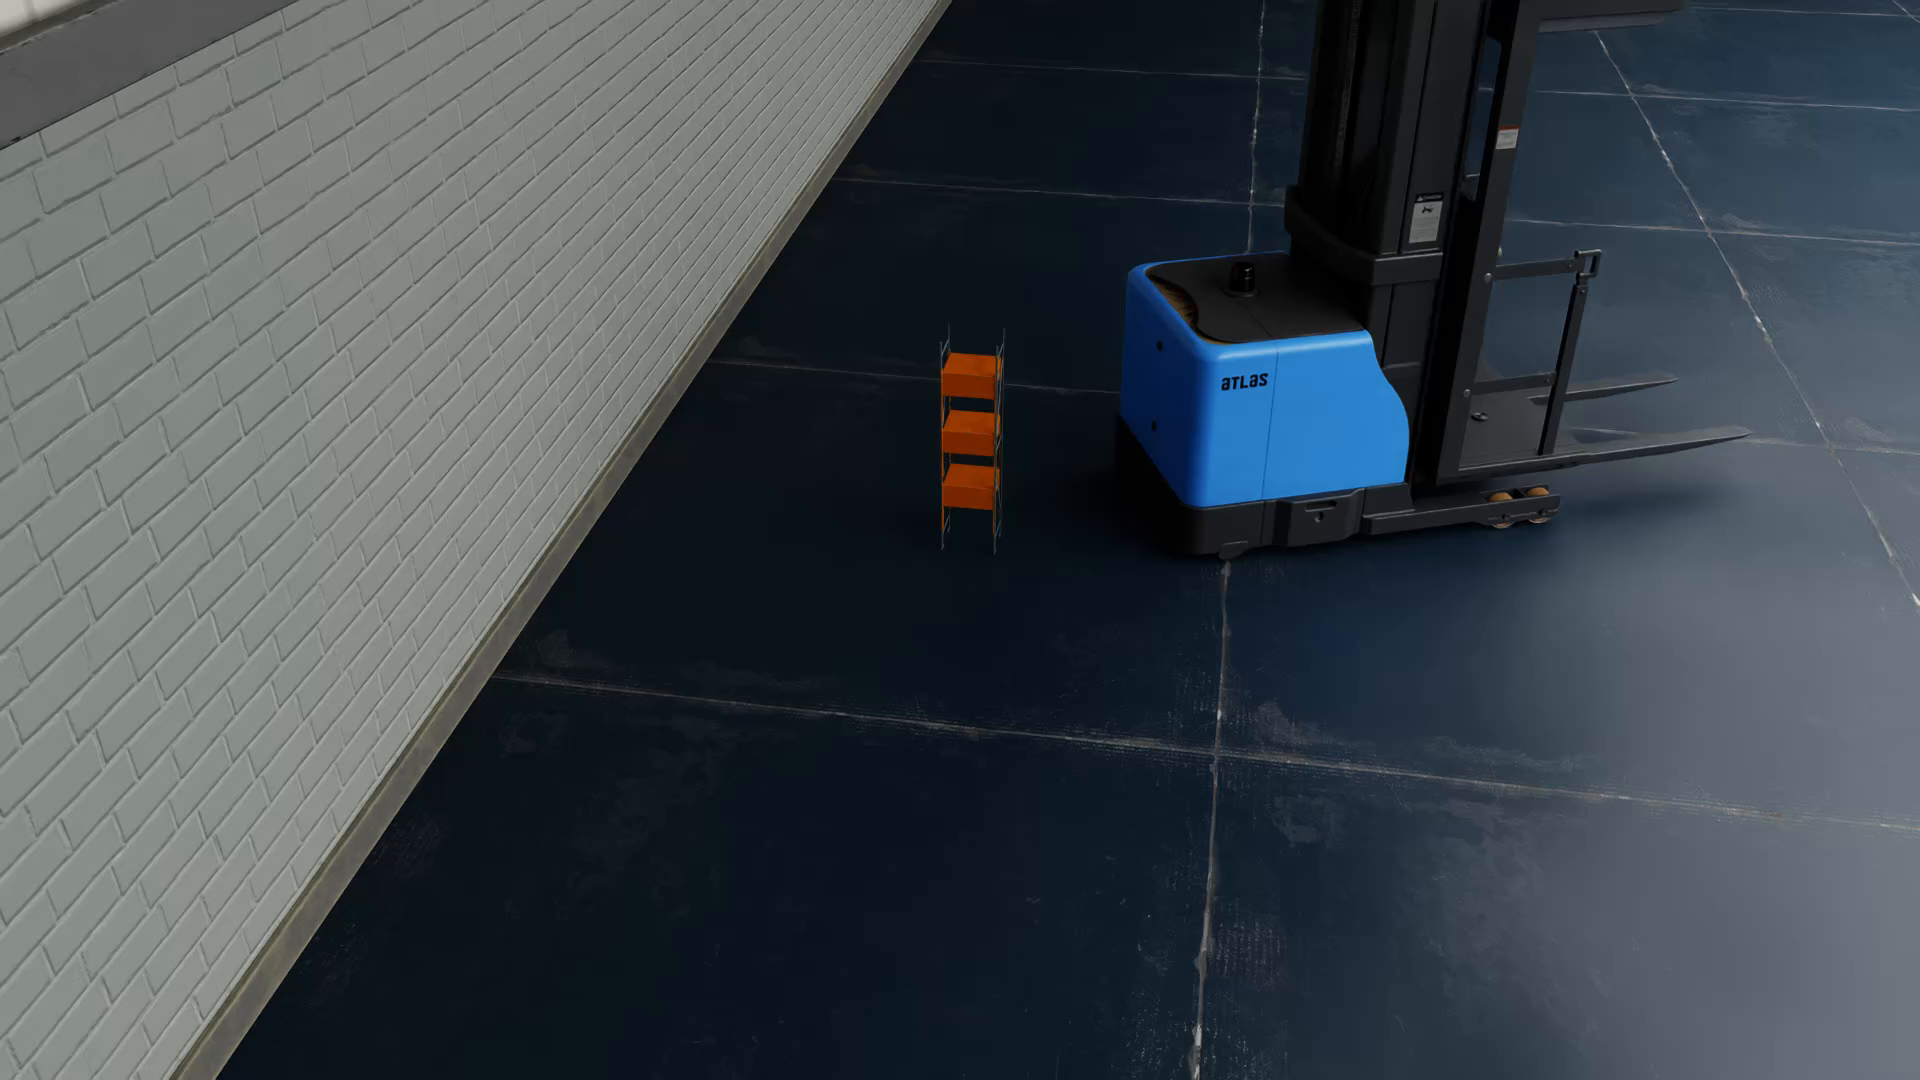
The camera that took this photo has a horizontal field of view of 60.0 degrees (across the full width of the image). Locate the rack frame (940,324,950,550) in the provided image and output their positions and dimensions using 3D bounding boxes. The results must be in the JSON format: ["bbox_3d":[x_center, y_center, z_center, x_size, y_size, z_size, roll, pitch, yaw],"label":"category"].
[{"bbox_3d":[-0.068,-0.451,7.481,0.008,1.050,0.200,5,32,8],"label":"rack frame"}]

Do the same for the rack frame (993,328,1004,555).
[{"bbox_3d":[0.173,-0.429,7.446,0.008,1.050,0.200,5,32,8],"label":"rack frame"}]

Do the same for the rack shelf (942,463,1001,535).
[{"bbox_3d":[0.053,-0.196,7.617,0.240,0.259,0.215,5,32,8],"label":"rack shelf"}]

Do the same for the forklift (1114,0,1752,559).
[{"bbox_3d":[2.343,-1.562,7.483,3.031,2.935,1.130,-7,33,-12],"label":"forklift"}]

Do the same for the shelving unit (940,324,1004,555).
[{"bbox_3d":[0.053,-0.440,7.464,0.252,1.050,0.215,5,32,8],"label":"shelving unit"}]

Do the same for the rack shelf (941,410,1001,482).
[{"bbox_3d":[0.053,-0.431,7.469,0.240,0.259,0.215,5,32,8],"label":"rack shelf"}]

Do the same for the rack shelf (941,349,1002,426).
[{"bbox_3d":[0.053,-0.672,7.319,0.240,0.259,0.215,5,32,8],"label":"rack shelf"}]
